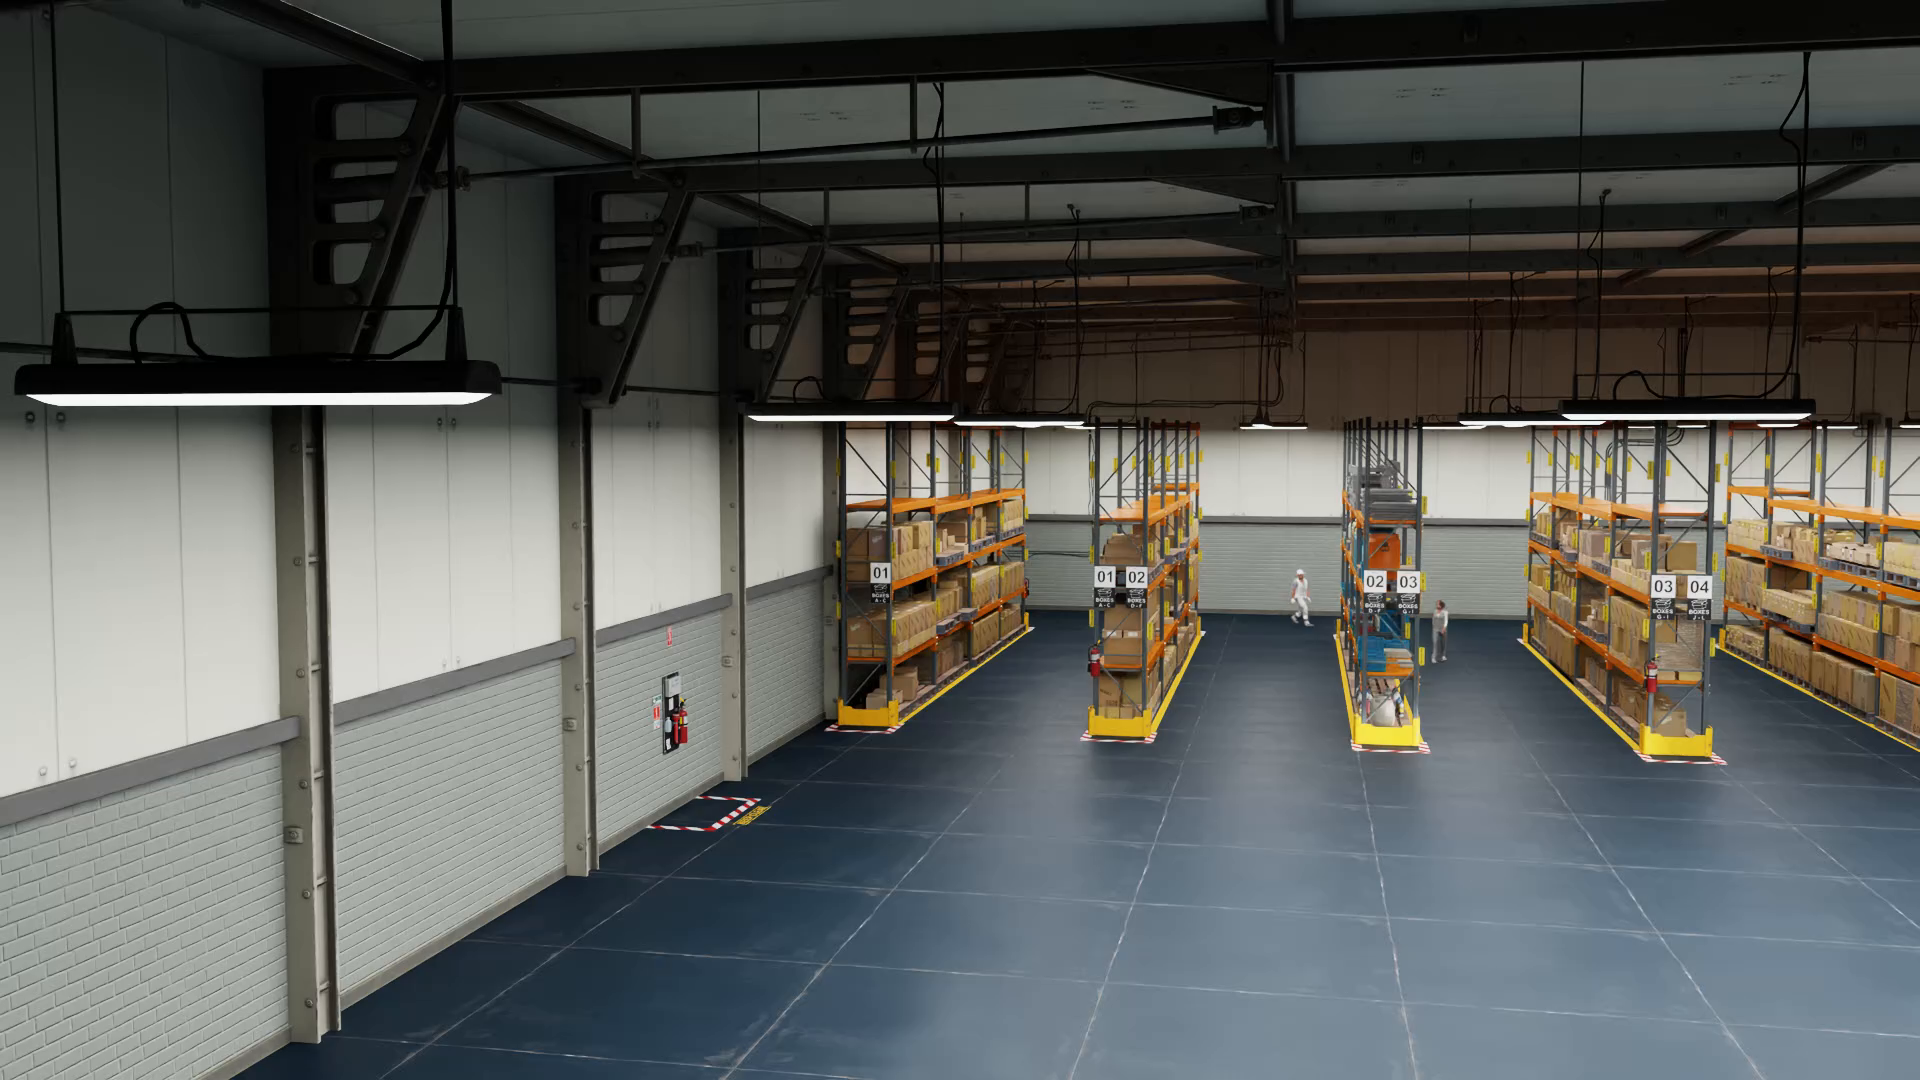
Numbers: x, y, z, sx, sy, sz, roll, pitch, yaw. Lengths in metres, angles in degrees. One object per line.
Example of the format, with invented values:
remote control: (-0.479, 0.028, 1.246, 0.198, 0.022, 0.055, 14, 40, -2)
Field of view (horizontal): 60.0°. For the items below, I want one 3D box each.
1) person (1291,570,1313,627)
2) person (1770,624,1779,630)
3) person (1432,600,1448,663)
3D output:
person: (10.064, 1.705, 49.023, 0.551, 1.688, 1.027, -2, 4, -30)
person: (22.709, 1.877, 46.392, 0.675, 1.635, 0.462, -1, 4, -22)
person: (11.905, 2.258, 41.238, 0.389, 1.537, 0.953, 2, 4, 23)
